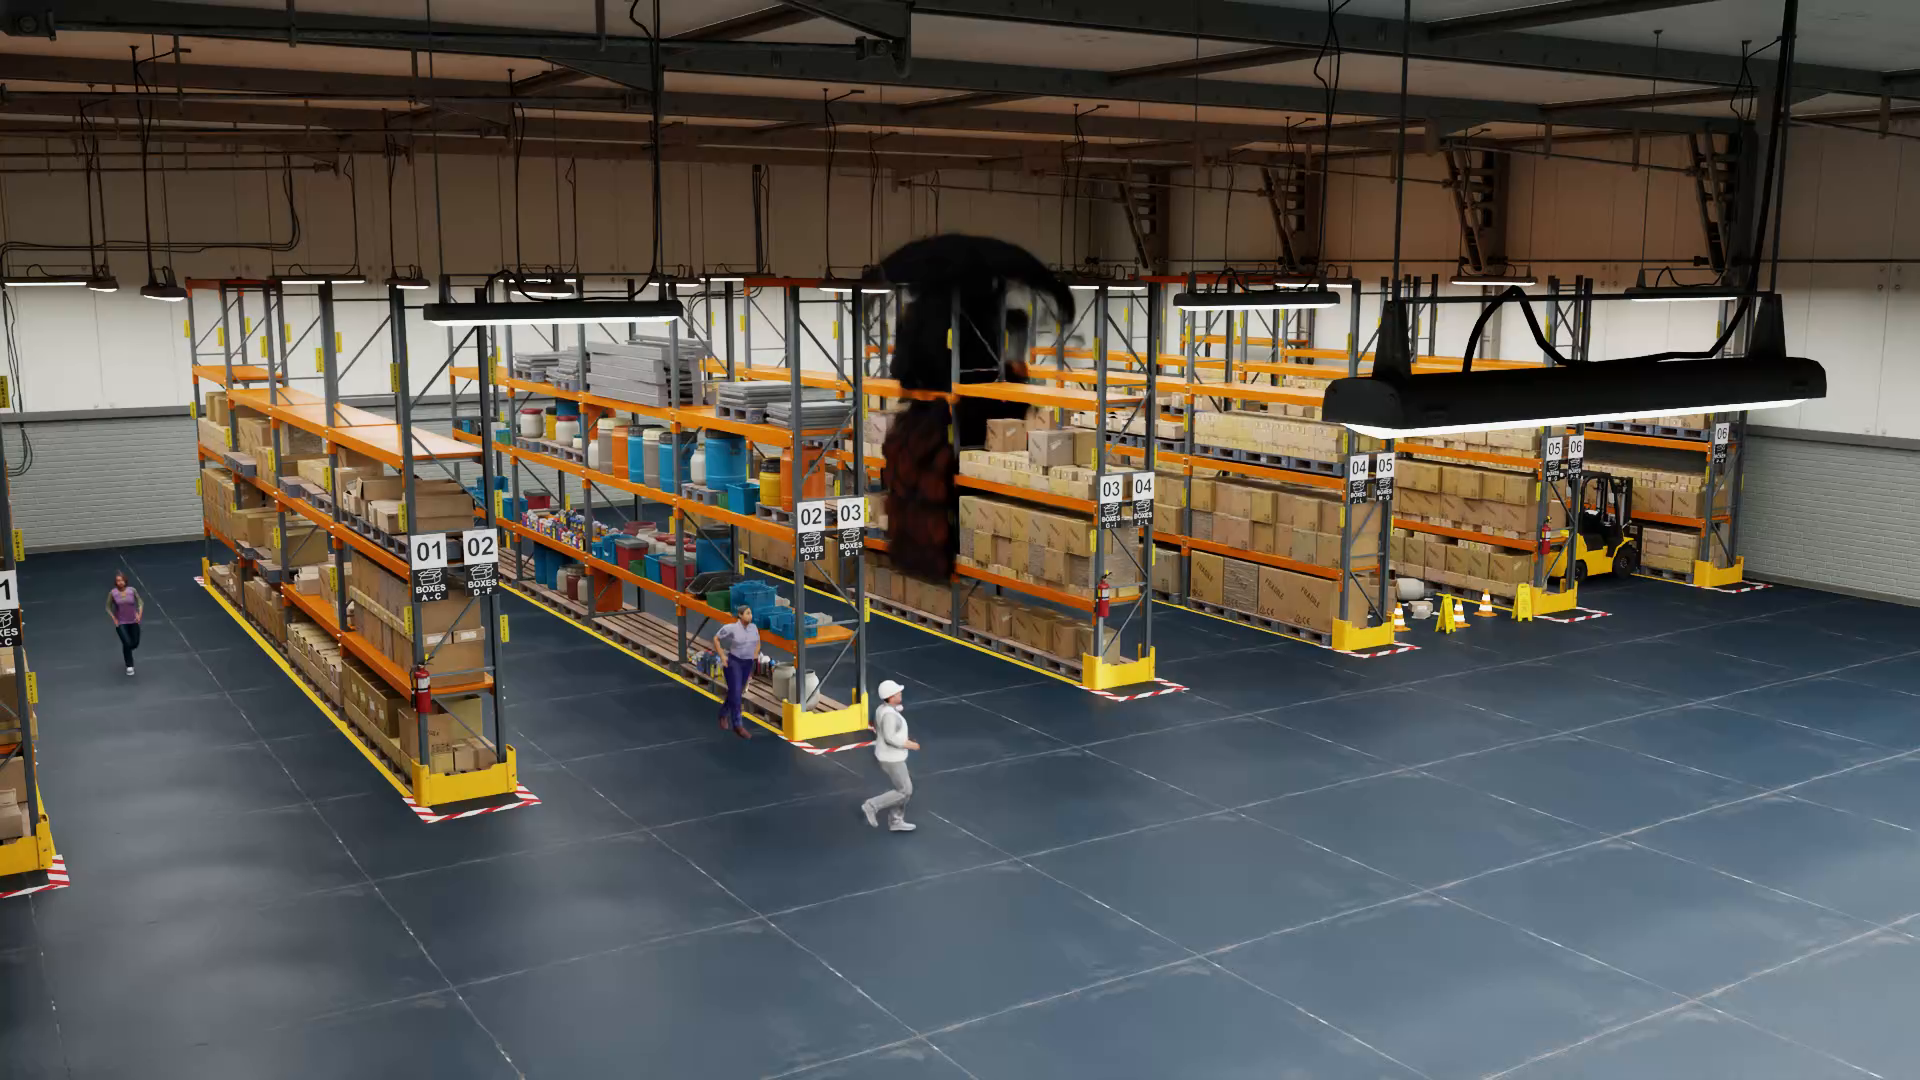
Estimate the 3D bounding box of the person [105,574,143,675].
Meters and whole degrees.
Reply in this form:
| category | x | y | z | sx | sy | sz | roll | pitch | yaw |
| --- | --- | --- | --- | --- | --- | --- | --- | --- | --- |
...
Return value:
| category | x | y | z | sx | sy | sz | roll | pitch | yaw |
| --- | --- | --- | --- | --- | --- | --- | --- | --- | --- |
| person | -12.926 | 1.283 | 25.754 | 0.537 | 1.568 | 0.506 | -6 | 11 | -33 |

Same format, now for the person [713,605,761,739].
| category | x | y | z | sx | sy | sz | roll | pitch | yaw |
| --- | --- | --- | --- | --- | --- | --- | --- | --- | --- |
| person | -2.838 | 1.671 | 21.564 | 0.638 | 1.677 | 0.814 | -9 | 13 | -44 |

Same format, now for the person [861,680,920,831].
| category | x | y | z | sx | sy | sz | roll | pitch | yaw |
| --- | --- | --- | --- | --- | --- | --- | --- | --- | --- |
| person | -0.792 | 2.404 | 18.504 | 0.658 | 1.730 | 0.660 | -2 | 10 | -12 |
